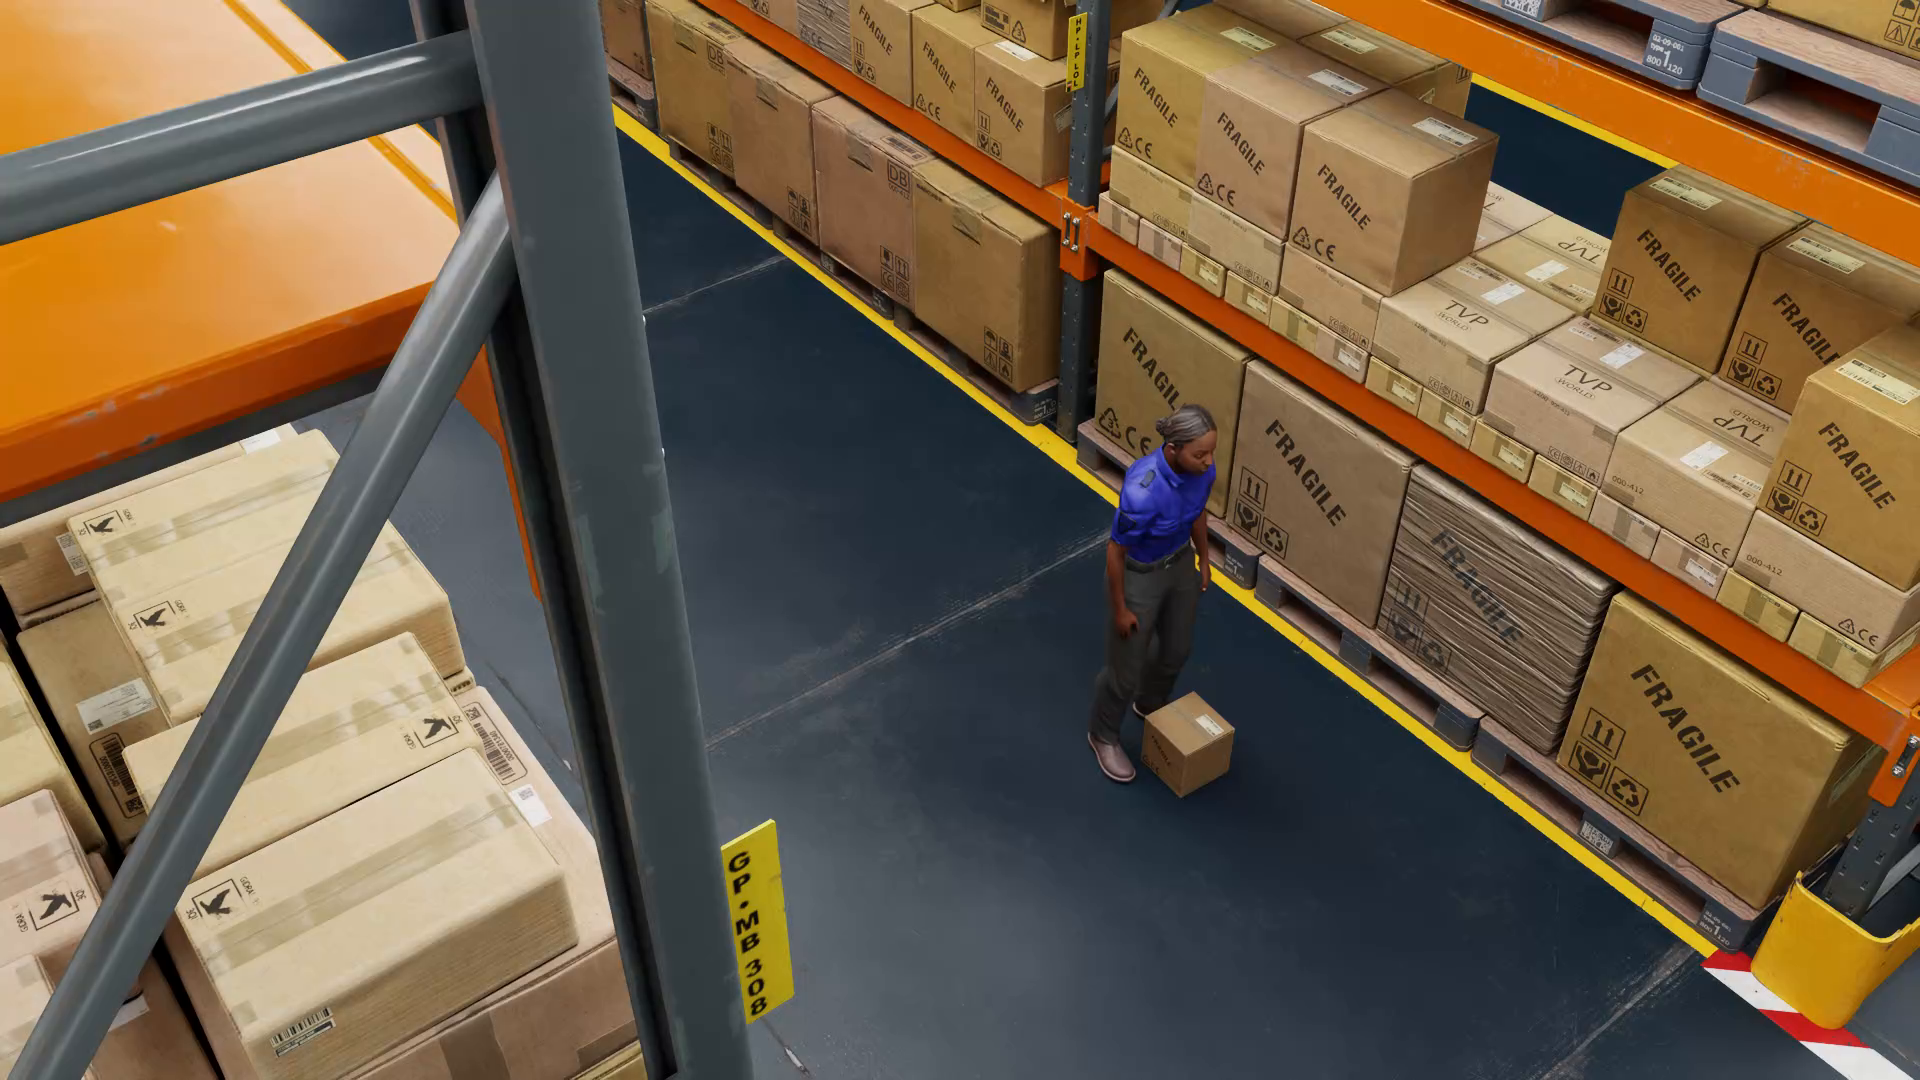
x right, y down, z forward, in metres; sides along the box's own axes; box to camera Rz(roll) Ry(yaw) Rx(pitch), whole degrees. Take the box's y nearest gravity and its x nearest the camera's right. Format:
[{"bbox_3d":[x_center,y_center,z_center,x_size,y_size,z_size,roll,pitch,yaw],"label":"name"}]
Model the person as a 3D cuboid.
[{"bbox_3d":[0.733,0.162,6.231,0.530,1.656,0.347,-28,48,-29],"label":"person"}]
